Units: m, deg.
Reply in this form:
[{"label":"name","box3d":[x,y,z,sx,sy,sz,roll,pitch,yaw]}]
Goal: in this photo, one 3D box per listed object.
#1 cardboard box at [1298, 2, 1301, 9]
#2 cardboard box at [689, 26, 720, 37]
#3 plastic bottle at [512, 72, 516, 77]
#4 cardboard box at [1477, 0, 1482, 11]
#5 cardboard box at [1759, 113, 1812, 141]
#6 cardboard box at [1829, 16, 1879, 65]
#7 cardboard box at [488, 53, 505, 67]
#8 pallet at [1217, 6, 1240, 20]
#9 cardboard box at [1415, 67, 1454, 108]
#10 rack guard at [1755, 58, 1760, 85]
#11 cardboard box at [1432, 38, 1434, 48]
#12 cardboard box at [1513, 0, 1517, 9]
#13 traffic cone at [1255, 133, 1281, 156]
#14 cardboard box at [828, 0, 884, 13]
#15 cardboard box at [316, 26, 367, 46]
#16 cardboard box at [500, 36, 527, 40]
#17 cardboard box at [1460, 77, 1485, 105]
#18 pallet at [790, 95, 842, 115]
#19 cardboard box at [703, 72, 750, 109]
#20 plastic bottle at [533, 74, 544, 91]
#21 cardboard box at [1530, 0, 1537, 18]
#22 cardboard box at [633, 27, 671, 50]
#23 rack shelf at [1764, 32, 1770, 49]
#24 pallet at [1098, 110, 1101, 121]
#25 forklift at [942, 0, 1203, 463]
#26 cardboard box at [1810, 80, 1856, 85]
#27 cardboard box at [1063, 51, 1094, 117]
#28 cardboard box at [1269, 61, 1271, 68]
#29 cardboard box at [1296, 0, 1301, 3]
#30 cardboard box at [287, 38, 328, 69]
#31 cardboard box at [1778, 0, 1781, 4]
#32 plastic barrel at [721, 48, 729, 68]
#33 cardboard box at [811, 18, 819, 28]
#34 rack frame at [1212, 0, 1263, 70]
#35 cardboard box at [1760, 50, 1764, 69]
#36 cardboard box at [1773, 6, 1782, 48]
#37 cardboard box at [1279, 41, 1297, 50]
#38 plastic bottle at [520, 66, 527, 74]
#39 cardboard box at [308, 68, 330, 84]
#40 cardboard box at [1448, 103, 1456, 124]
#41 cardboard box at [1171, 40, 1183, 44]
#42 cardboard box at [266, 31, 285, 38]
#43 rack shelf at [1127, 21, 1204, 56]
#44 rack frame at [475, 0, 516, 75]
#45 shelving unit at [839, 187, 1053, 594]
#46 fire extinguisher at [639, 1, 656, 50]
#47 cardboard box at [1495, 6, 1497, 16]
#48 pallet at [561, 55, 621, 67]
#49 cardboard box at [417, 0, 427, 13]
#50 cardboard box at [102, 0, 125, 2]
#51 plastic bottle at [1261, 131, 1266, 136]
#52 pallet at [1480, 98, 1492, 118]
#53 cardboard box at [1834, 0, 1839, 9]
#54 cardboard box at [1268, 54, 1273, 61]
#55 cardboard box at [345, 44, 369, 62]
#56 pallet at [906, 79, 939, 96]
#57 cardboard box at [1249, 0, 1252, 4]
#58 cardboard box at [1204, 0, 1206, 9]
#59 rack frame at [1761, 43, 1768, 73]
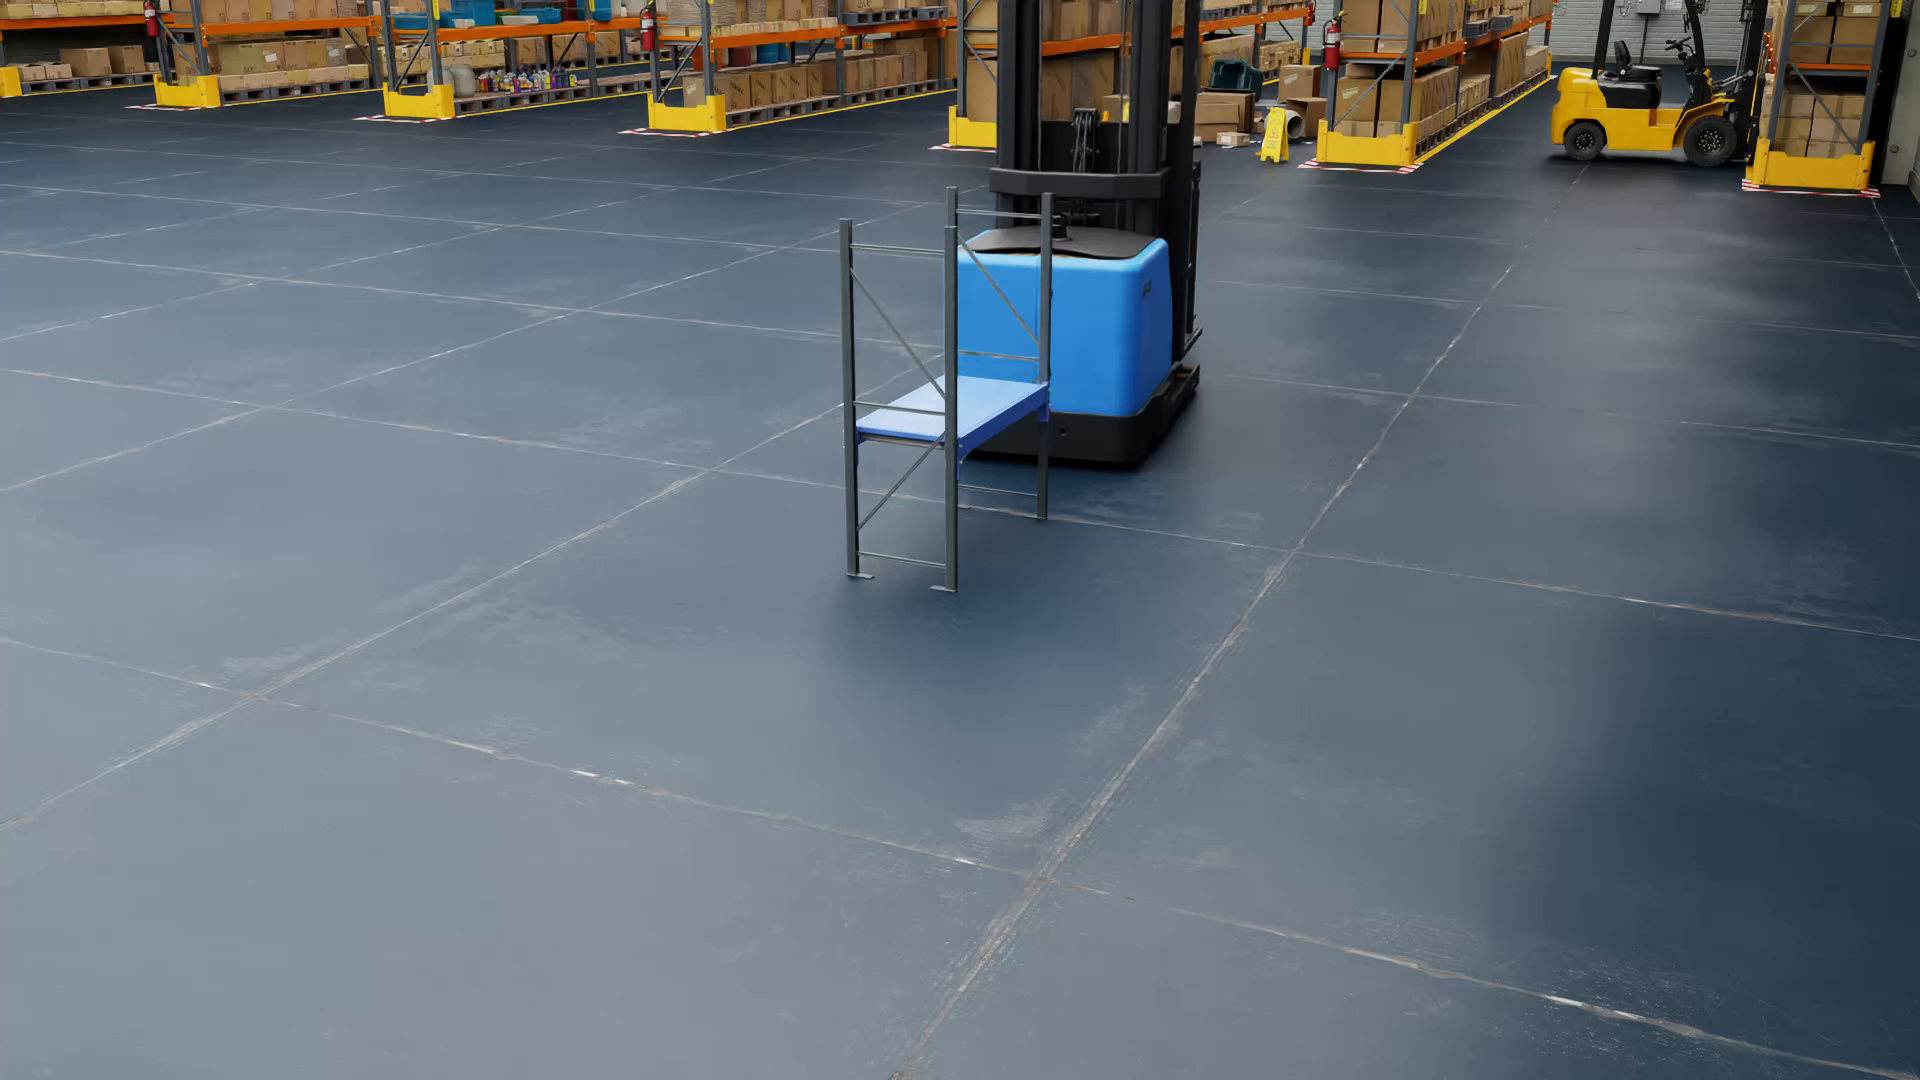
[{"label":"cardboard box","box3d":[6.983,-11.294,35.125,0.380,0.149,0.250,9,21,23]},{"label":"cardboard box","box3d":[-3.707,-7.378,24.114,0.380,0.149,0.250,9,21,23]},{"label":"plastic bottle","box3d":[-7.734,-7.969,28.815,0.097,0.271,0.097,0,20,0]},{"label":"cardboard box","box3d":[7.296,-7.948,24.120,0.500,0.500,0.500,9,21,23]},{"label":"cardboard box","box3d":[9.444,-4.732,19.029,0.500,0.250,0.500,8,21,22]},{"label":"cardboard box","box3d":[9.986,-5.563,18.486,0.500,0.500,0.500,9,22,24]},{"label":"cardboard box","box3d":[-9.794,-9.956,34.465,0.500,0.250,0.500,9,22,24]},{"label":"pallet","box3d":[4.492,-9.697,30.545,1.003,0.211,1.213,9,21,23]},{"label":"cardboard box","box3d":[6.434,-6.188,22.749,0.500,0.500,0.500,9,21,24]},{"label":"rack guard","box3d":[16.051,-9.093,32.290,1.175,0.500,0.348,9,21,23]},{"label":"cardboard box","box3d":[5.822,-6.344,21.205,0.380,0.149,0.250,9,22,24]},{"label":"cardboard box","box3d":[9.137,-9.123,28.121,0.500,0.250,0.500,8,21,22]},{"label":"traffic cone","box3d":[3.999,-5.196,21.388,0.336,0.463,0.334,9,21,23]},{"label":"cardboard box","box3d":[-1.950,-9.369,27.815,1.000,1.000,1.000,9,21,23]},{"label":"cardboard box","box3d":[-13.901,-11.319,37.400,0.750,0.750,0.750,8,21,22]},{"label":"cardboard box","box3d":[-9.632,-10.596,35.861,0.500,0.500,0.500,9,22,25]},{"label":"cardboard box","box3d":[7.741,-7.090,26.223,0.950,0.372,0.625,8,21,22]},{"label":"pallet","box3d":[-2.646,-7.141,27.234,1.003,0.211,1.213,9,21,23]},{"label":"cardboard box","box3d":[-3.556,-6.839,25.325,0.500,0.500,0.500,15,25,37]},{"label":"plastic bottle","box3d":[-7.203,-7.826,28.406,0.152,0.276,0.135,9,21,24]},{"label":"cardboard box","box3d":[10.345,-9.906,30.696,0.500,0.500,0.500,9,22,24]},{"label":"cardboard box","box3d":[-7.399,-12.077,40.021,0.797,0.503,0.637,9,21,23]},{"label":"rack shelf","box3d":[13.625,-8.121,26.900,1.077,0.370,4.000,9,21,23]},{"label":"pallet","box3d":[1.698,-6.418,25.201,1.003,0.211,1.213,9,21,23]},{"label":"forklift","box3d":[0.807,-2.229,9.361,1.130,2.935,3.031,6,20,16]},{"label":"cardboard box","box3d":[10.730,-5.512,20.476,0.500,0.250,0.500,9,21,23]},{"label":"cardboard box","box3d":[1.394,-6.692,24.353,0.875,0.875,0.875,9,21,23]},{"label":"cardboard box","box3d":[6.099,-9.657,33.774,0.380,0.149,0.250,8,21,20]},{"label":"cardboard box","box3d":[6.830,-11.480,34.679,0.500,0.500,0.500,8,21,22]},{"label":"cardboard box","box3d":[-11.846,-8.805,30.108,0.500,0.500,0.500,9,21,23]},{"label":"cardboard box","box3d":[11.329,-7.361,22.572,0.380,0.149,0.250,8,21,21]},{"label":"plastic barrel","box3d":[-4.949,-9.930,34.000,0.421,0.512,0.421,0,20,0]},{"label":"cardboard box","box3d":[-2.491,-8.297,26.698,0.380,0.149,0.250,9,21,23]},{"label":"rack frame","box3d":[5.357,-10.399,32.233,1.000,3.000,0.127,9,21,23]},{"label":"cardboard box","box3d":[15.359,-8.884,31.076,0.700,0.500,0.500,10,22,25]},{"label":"cardboard box","box3d":[10.748,-6.573,21.325,0.500,0.500,0.500,8,21,21]},{"label":"cardboard box","box3d":[6.864,-10.395,34.961,0.380,0.149,0.250,8,21,21]},{"label":"plastic bottle","box3d":[-7.631,-8.114,29.105,0.144,0.351,0.185,9,22,24]},{"label":"cardboard box","box3d":[-11.835,-8.450,30.229,0.500,0.250,0.500,9,21,23]},{"label":"cardboard box","box3d":[6.641,-5.990,23.312,0.500,0.250,0.500,10,22,25]},{"label":"cardboard box","box3d":[3.759,-8.795,29.707,0.500,0.250,0.500,8,21,21]},{"label":"cardboard box","box3d":[-14.860,-10.917,35.644,0.500,0.250,0.500,9,21,24]},{"label":"rack shelf","box3d":[2.900,-8.226,27.197,1.077,0.370,4.000,9,21,23]},{"label":"rack frame","box3d":[-9.801,-11.248,34.621,1.000,3.000,0.127,9,21,23]},{"label":"shelving unit","box3d":[-0.035,-0.681,7.144,0.538,1.500,1.048,9,21,23]},{"label":"fire extinguisher","box3d":[-4.508,-7.434,24.011,0.296,0.674,0.183,9,21,23]},{"label":"cardboard box","box3d":[8.140,-8.224,25.866,0.380,0.149,0.250,7,21,20]},{"label":"pallet","box3d":[-8.462,-10.903,37.813,1.003,0.211,1.213,9,21,23]},{"label":"cardboard box","box3d":[-10.689,-10.619,32.703,0.500,0.500,0.500,9,21,23]},{"label":"cardboard box","box3d":[-16.287,-10.503,31.601,0.500,0.500,0.500,8,21,21]},{"label":"plastic bottle","box3d":[4.399,-5.784,23.641,0.133,0.061,0.283,13,23,32]},{"label":"pallet","box3d":[7.955,-6.976,26.768,1.003,0.211,1.213,9,21,23]},{"label":"cardboard box","box3d":[10.640,-6.373,19.796,0.380,0.149,0.250,8,21,21]},{"label":"cardboard box","box3d":[6.133,-9.793,33.713,0.380,0.149,0.250,10,22,25]},{"label":"cardboard box","box3d":[-11.535,-9.355,31.938,0.500,0.311,0.500,9,21,23]},{"label":"pallet","box3d":[-1.086,-8.335,30.592,1.003,0.211,1.213,9,21,23]},{"label":"cardboard box","box3d":[5.375,-10.330,31.787,0.380,0.149,0.250,8,21,21]},{"label":"cardboard box","box3d":[4.086,-9.365,29.074,0.380,0.149,0.250,8,21,22]},{"label":"rack frame","box3d":[14.444,-9.071,28.499,1.000,3.000,0.127,9,21,23]}]
